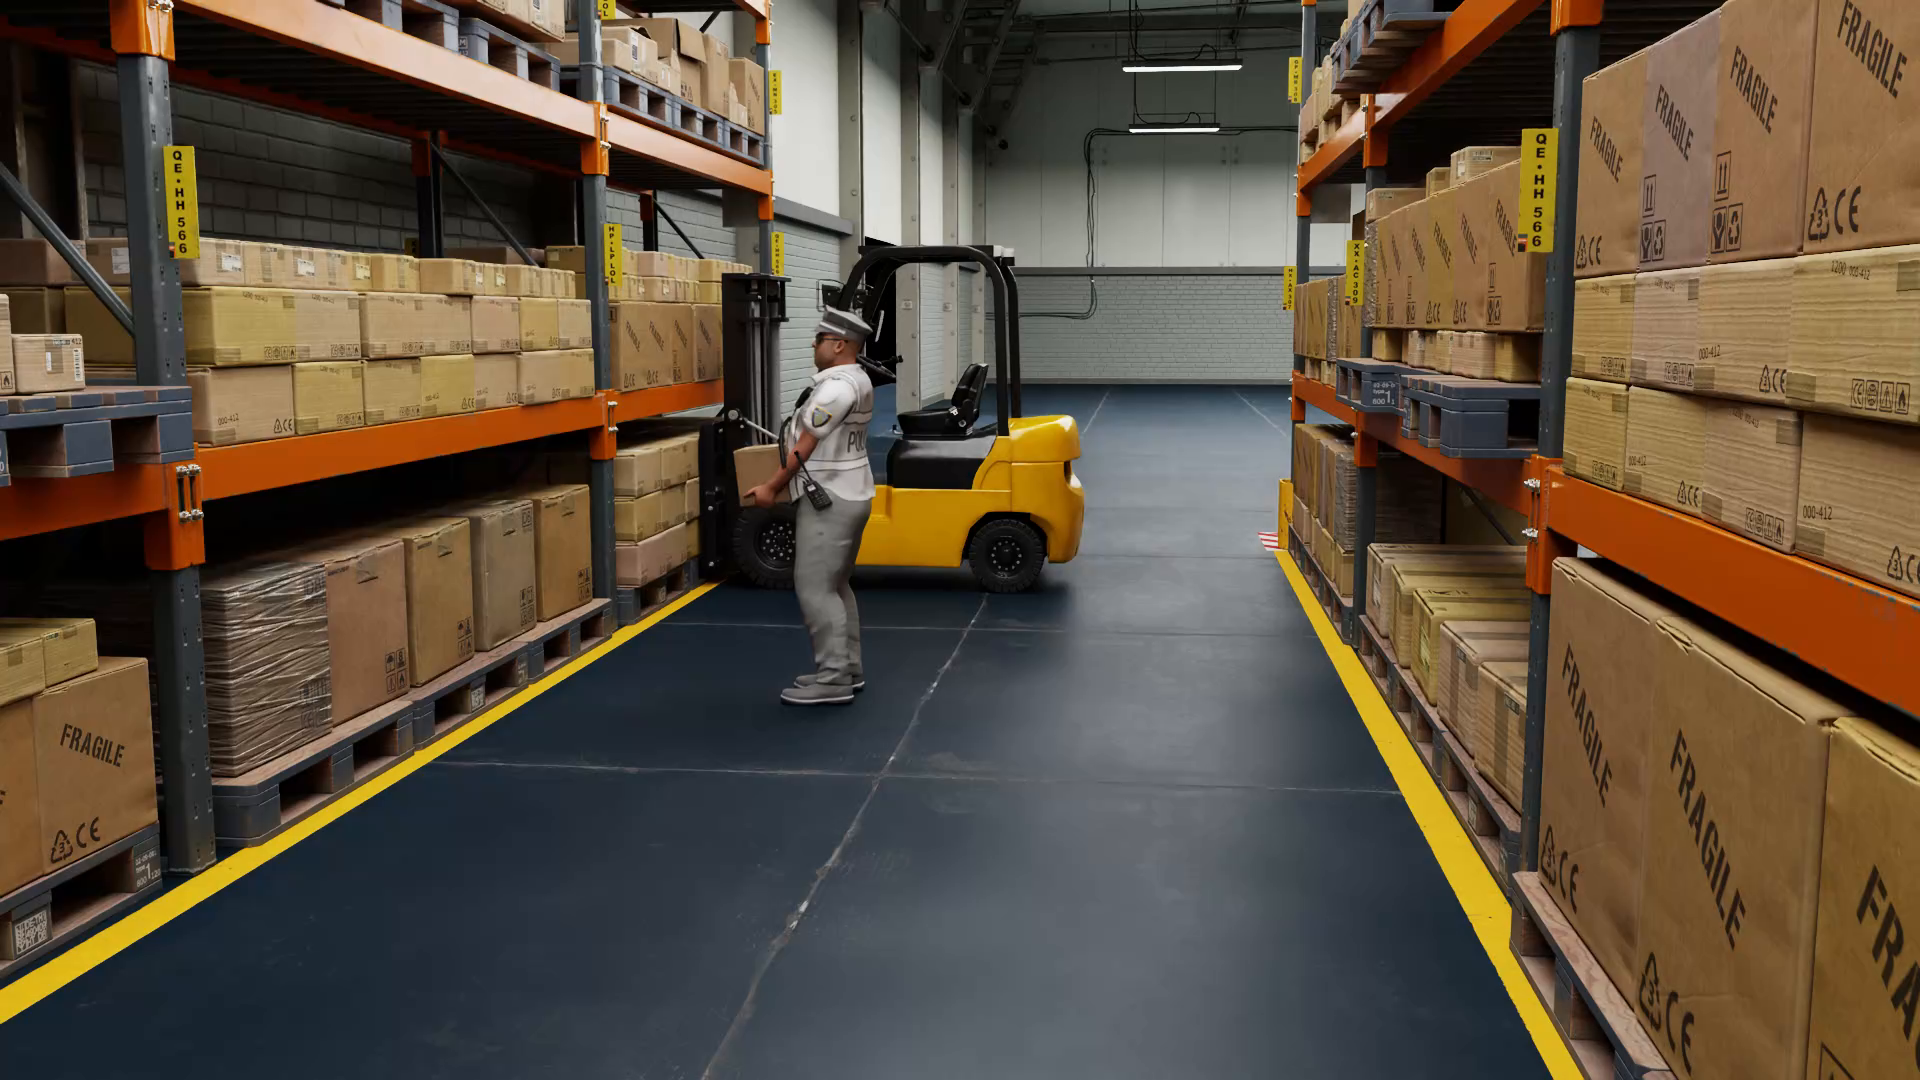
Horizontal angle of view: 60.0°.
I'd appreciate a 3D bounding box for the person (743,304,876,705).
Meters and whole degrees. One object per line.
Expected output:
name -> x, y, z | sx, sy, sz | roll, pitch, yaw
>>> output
person -> -0.664, -0.163, 7.438 | 0.569, 1.766, 0.494 | 1, 8, 7
